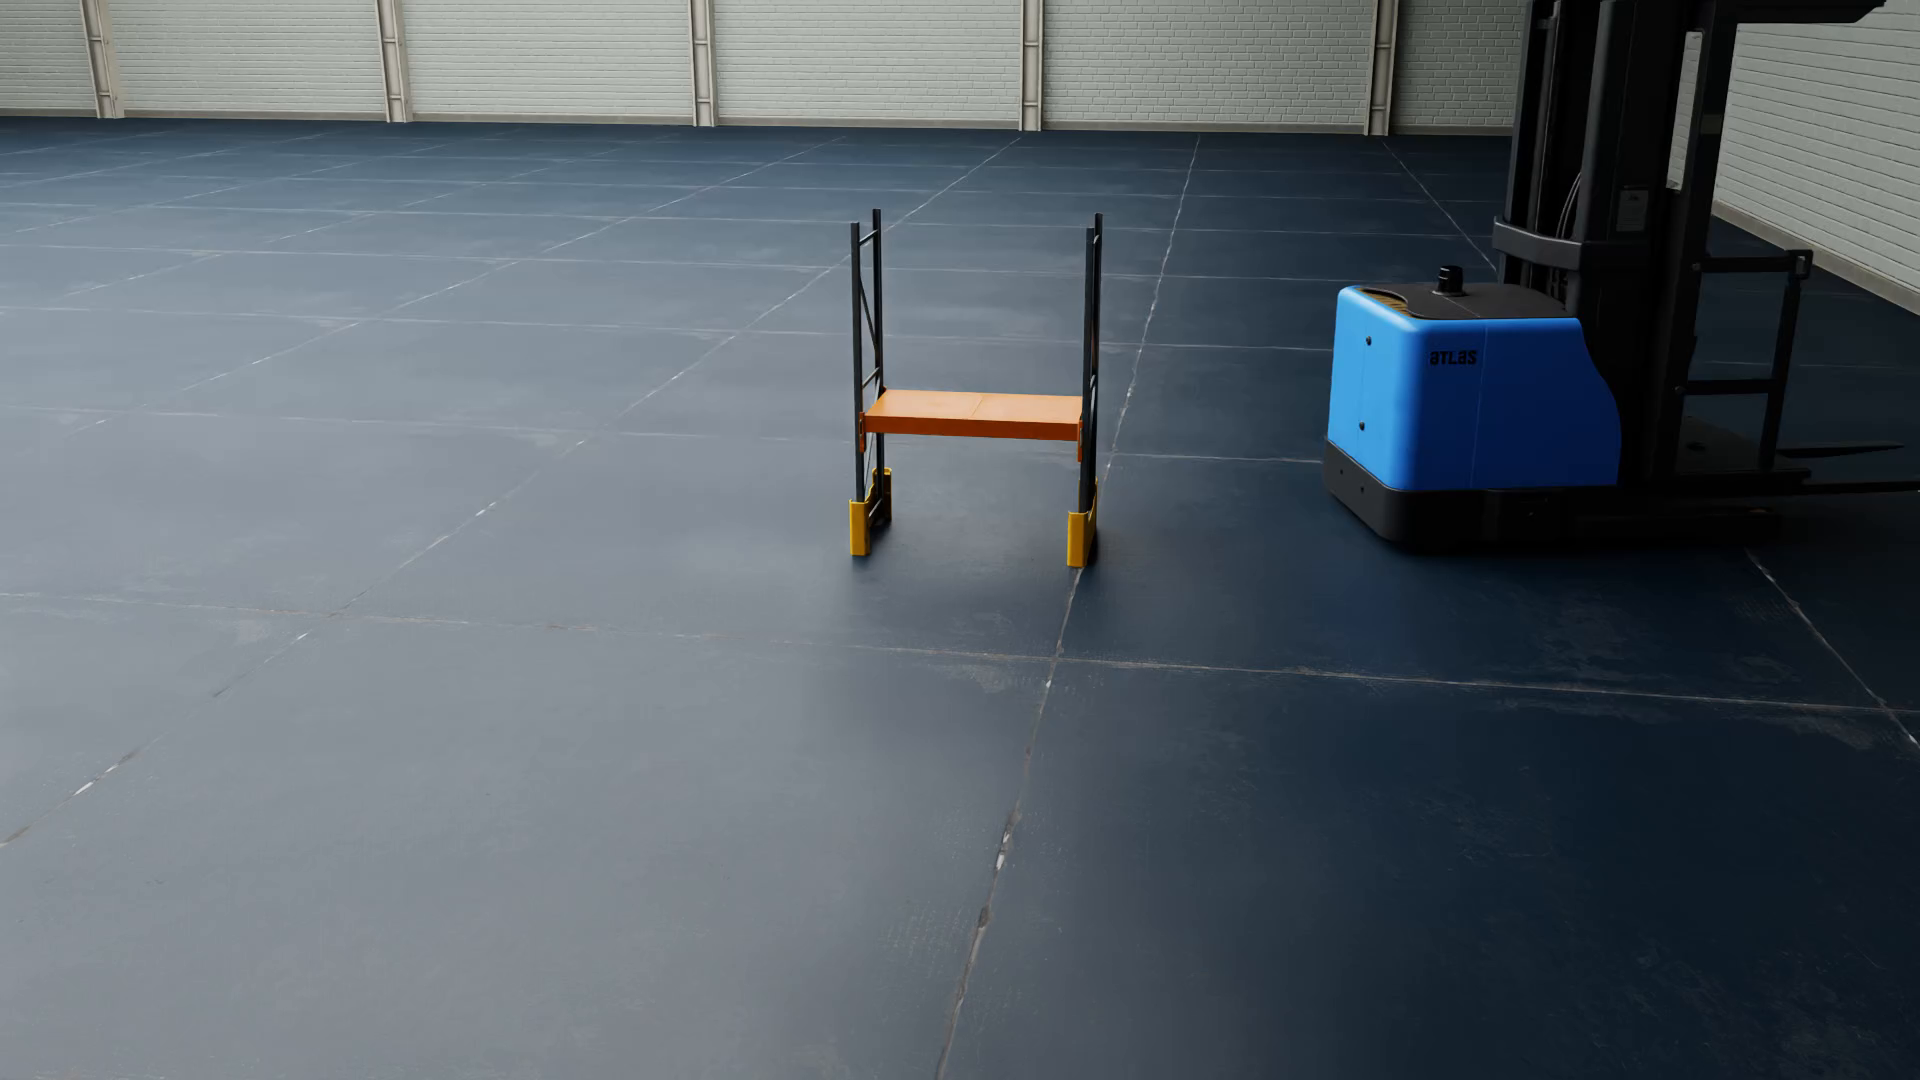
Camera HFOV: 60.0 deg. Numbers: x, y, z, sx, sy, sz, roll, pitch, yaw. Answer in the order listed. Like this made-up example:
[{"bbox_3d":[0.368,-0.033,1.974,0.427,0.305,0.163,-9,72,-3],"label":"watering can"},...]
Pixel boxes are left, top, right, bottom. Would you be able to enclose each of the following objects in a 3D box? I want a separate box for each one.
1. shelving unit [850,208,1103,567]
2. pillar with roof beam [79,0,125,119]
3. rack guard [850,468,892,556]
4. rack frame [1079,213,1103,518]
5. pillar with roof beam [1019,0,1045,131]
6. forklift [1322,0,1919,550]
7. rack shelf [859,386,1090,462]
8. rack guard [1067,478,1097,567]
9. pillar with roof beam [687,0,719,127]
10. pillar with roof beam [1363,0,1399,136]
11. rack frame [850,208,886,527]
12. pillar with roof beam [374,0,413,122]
[{"bbox_3d":[0.075,-0.707,7.554,1.083,1.500,0.587,3,19,9],"label":"shelving unit"},{"bbox_3d":[-17.191,-11.135,26.901,0.400,9.000,9.100,3,19,9],"label":"pillar with roof beam"},{"bbox_3d":[-0.416,-0.140,7.827,0.087,0.250,0.587,3,19,9],"label":"rack guard"},{"bbox_3d":[0.586,-0.681,7.476,0.032,1.500,0.500,3,19,9],"label":"rack frame"},{"bbox_3d":[0.581,-10.229,24.193,0.400,9.000,9.100,3,19,9],"label":"pillar with roof beam"},{"bbox_3d":[3.387,-1.525,7.741,3.031,2.935,1.130,-2,19,-6],"label":"forklift"},{"bbox_3d":[0.084,-0.536,7.609,1.000,0.185,0.538,3,19,9],"label":"rack shelf"},{"bbox_3d":[0.567,-0.090,7.677,0.087,0.250,0.587,3,19,9],"label":"rack guard"},{"bbox_3d":[-5.343,-10.531,25.096,0.400,9.000,9.100,3,19,9],"label":"pillar with roof beam"},{"bbox_3d":[6.505,-9.927,23.291,0.400,9.000,9.100,3,19,9],"label":"pillar with roof beam"},{"bbox_3d":[-0.418,-0.733,7.629,0.032,1.500,0.500,3,19,9],"label":"rack frame"},{"bbox_3d":[-11.267,-10.833,25.998,0.400,9.000,9.100,3,19,9],"label":"pillar with roof beam"}]
